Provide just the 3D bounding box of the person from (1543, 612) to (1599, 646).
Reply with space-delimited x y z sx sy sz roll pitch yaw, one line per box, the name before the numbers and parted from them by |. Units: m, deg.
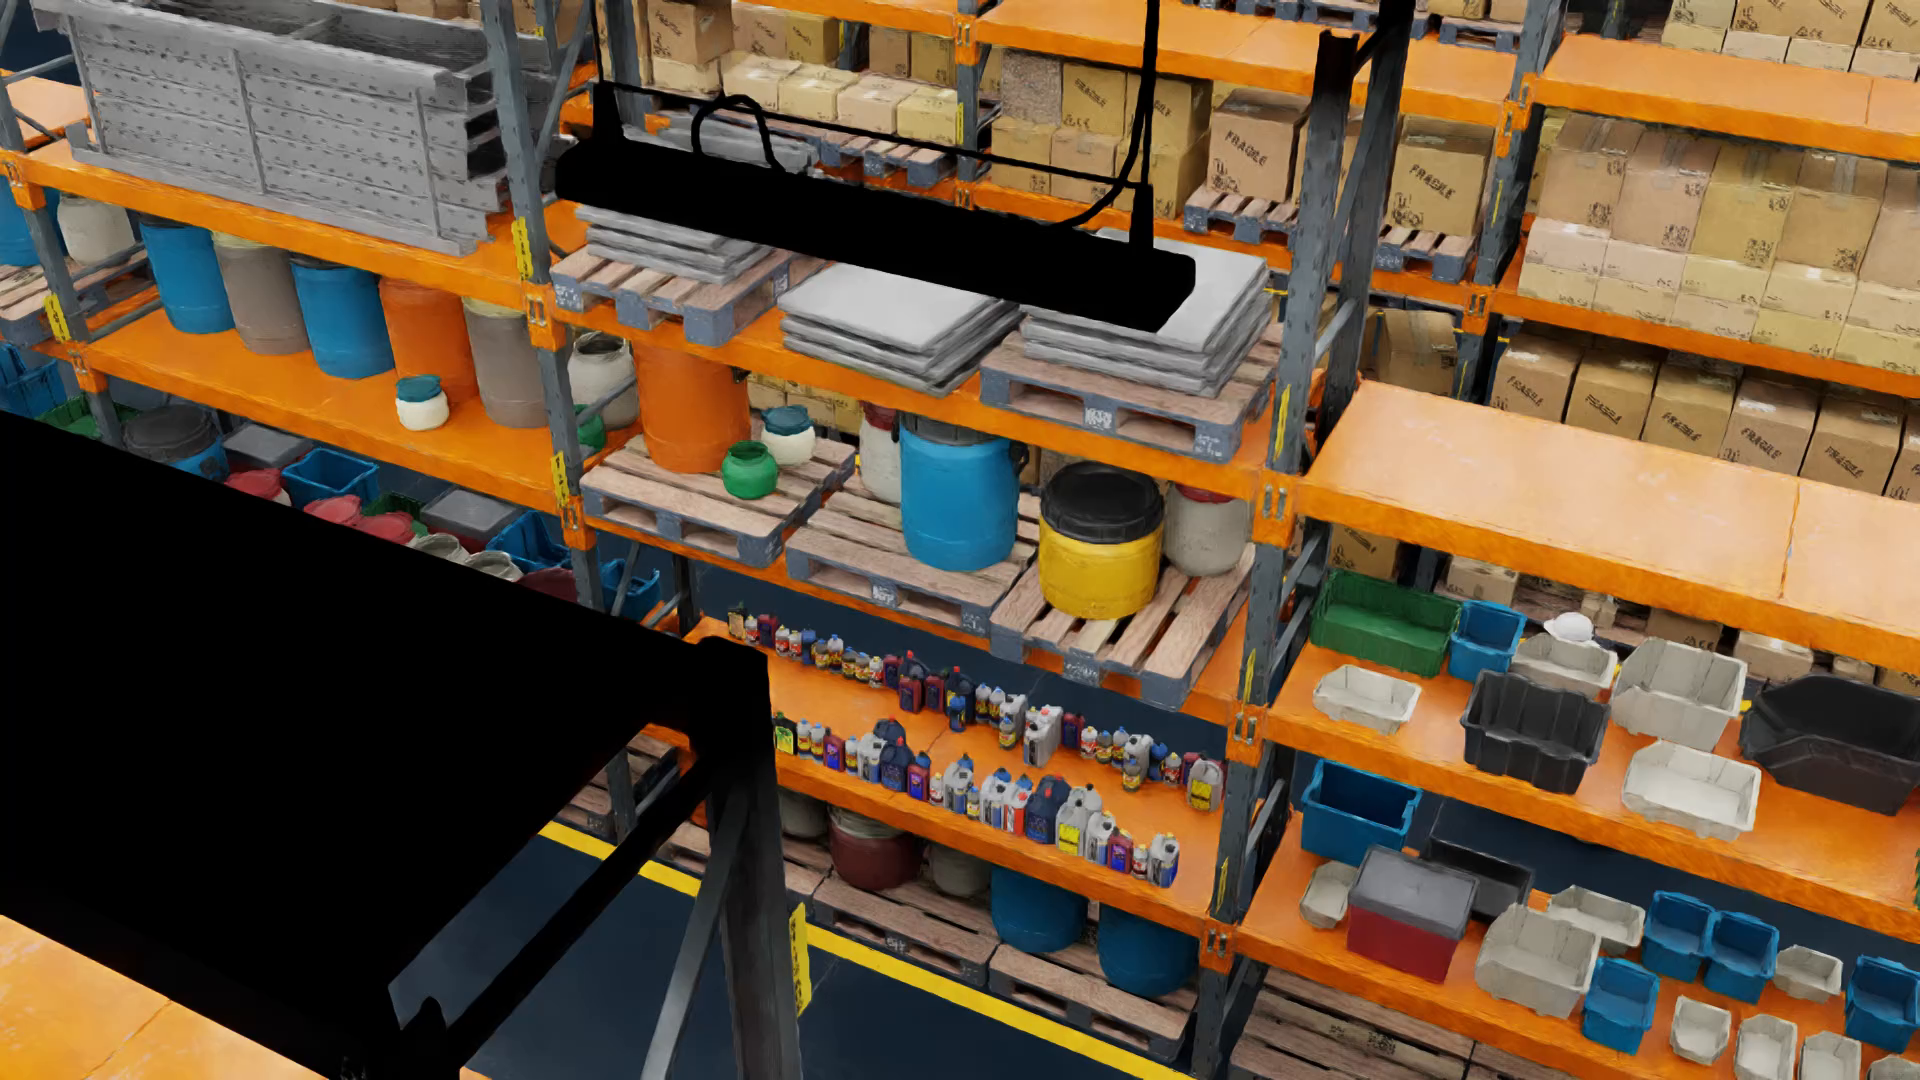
person | 3.926 1.174 10.662 0.951 1.633 0.575 15 38 20
